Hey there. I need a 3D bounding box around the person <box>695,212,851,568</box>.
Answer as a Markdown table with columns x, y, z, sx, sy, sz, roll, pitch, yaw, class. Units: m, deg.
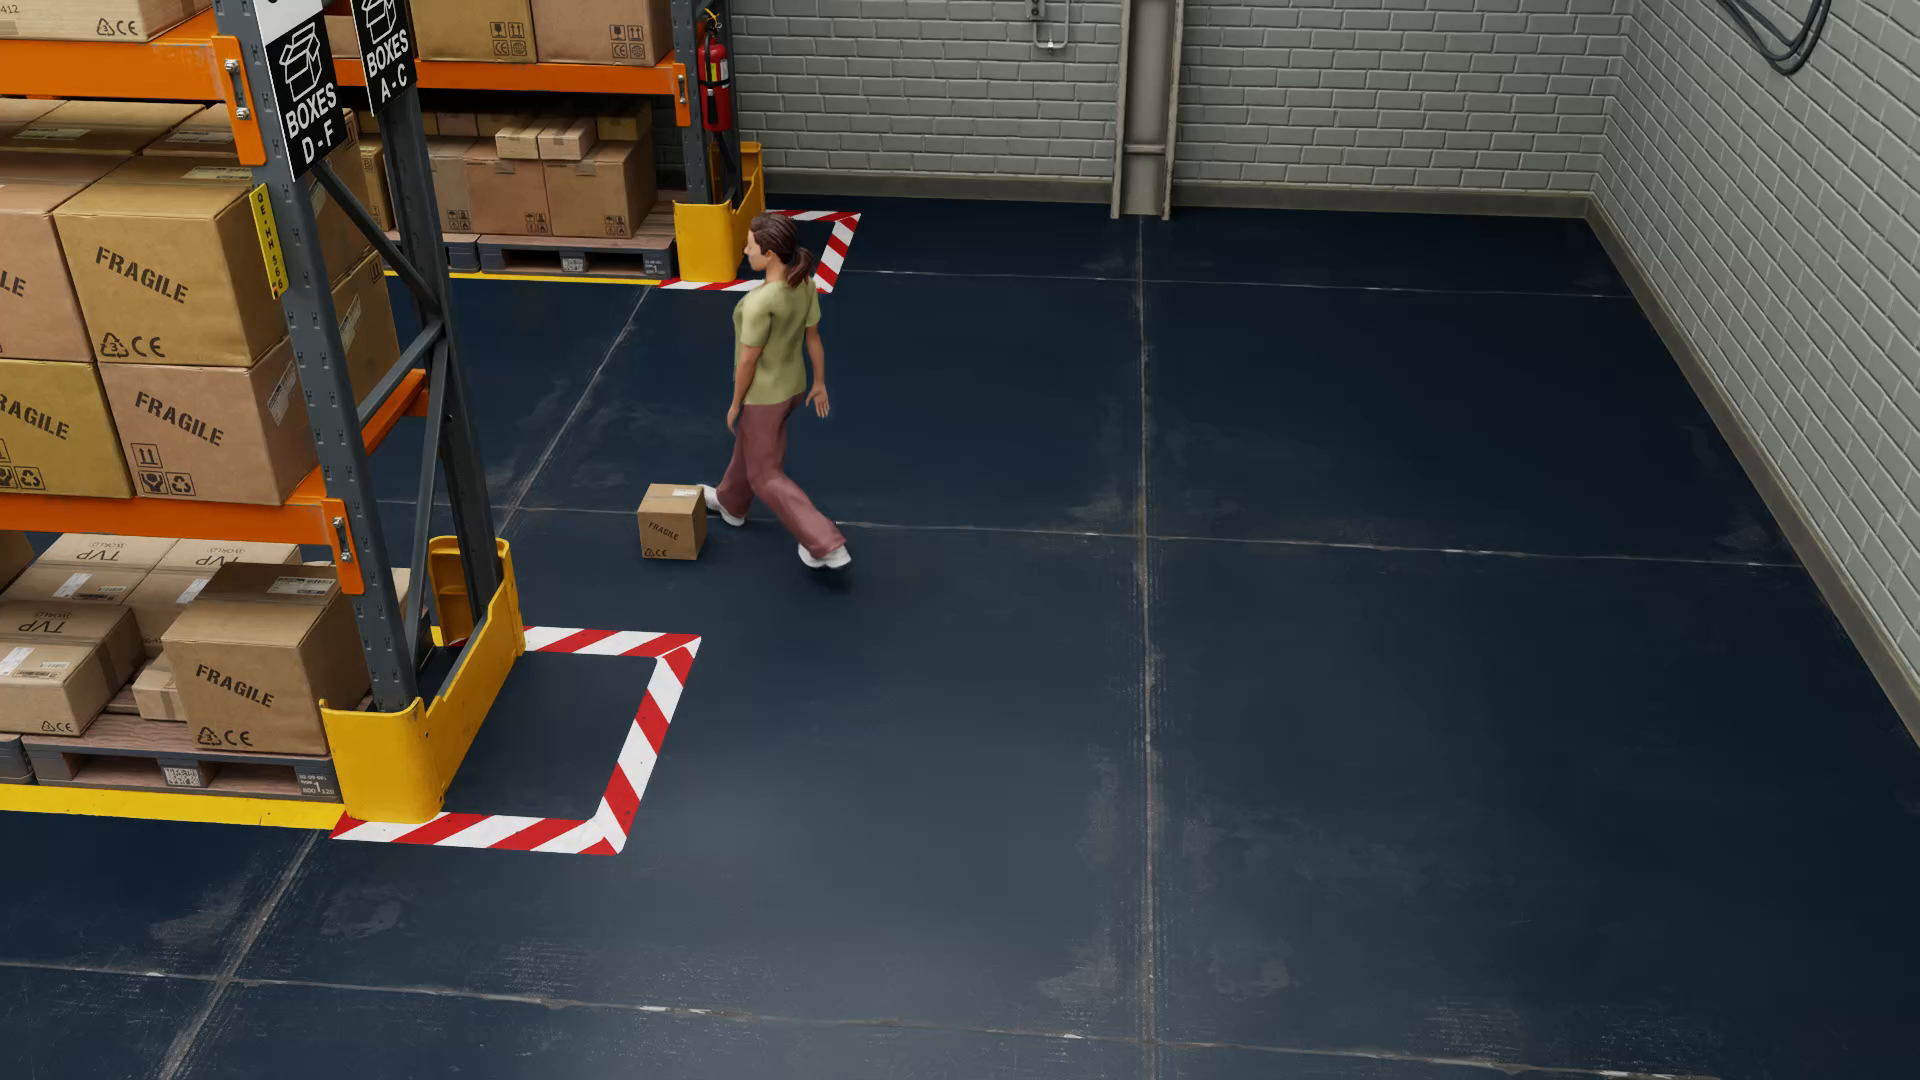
| x | y | z | sx | sy | sz | roll | pitch | yaw | class |
| --- | --- | --- | --- | --- | --- | --- | --- | --- | --- |
| -0.867 | -0.657 | 7.226 | 1.028 | 1.617 | 0.459 | 17 | 36 | 25 | person |
